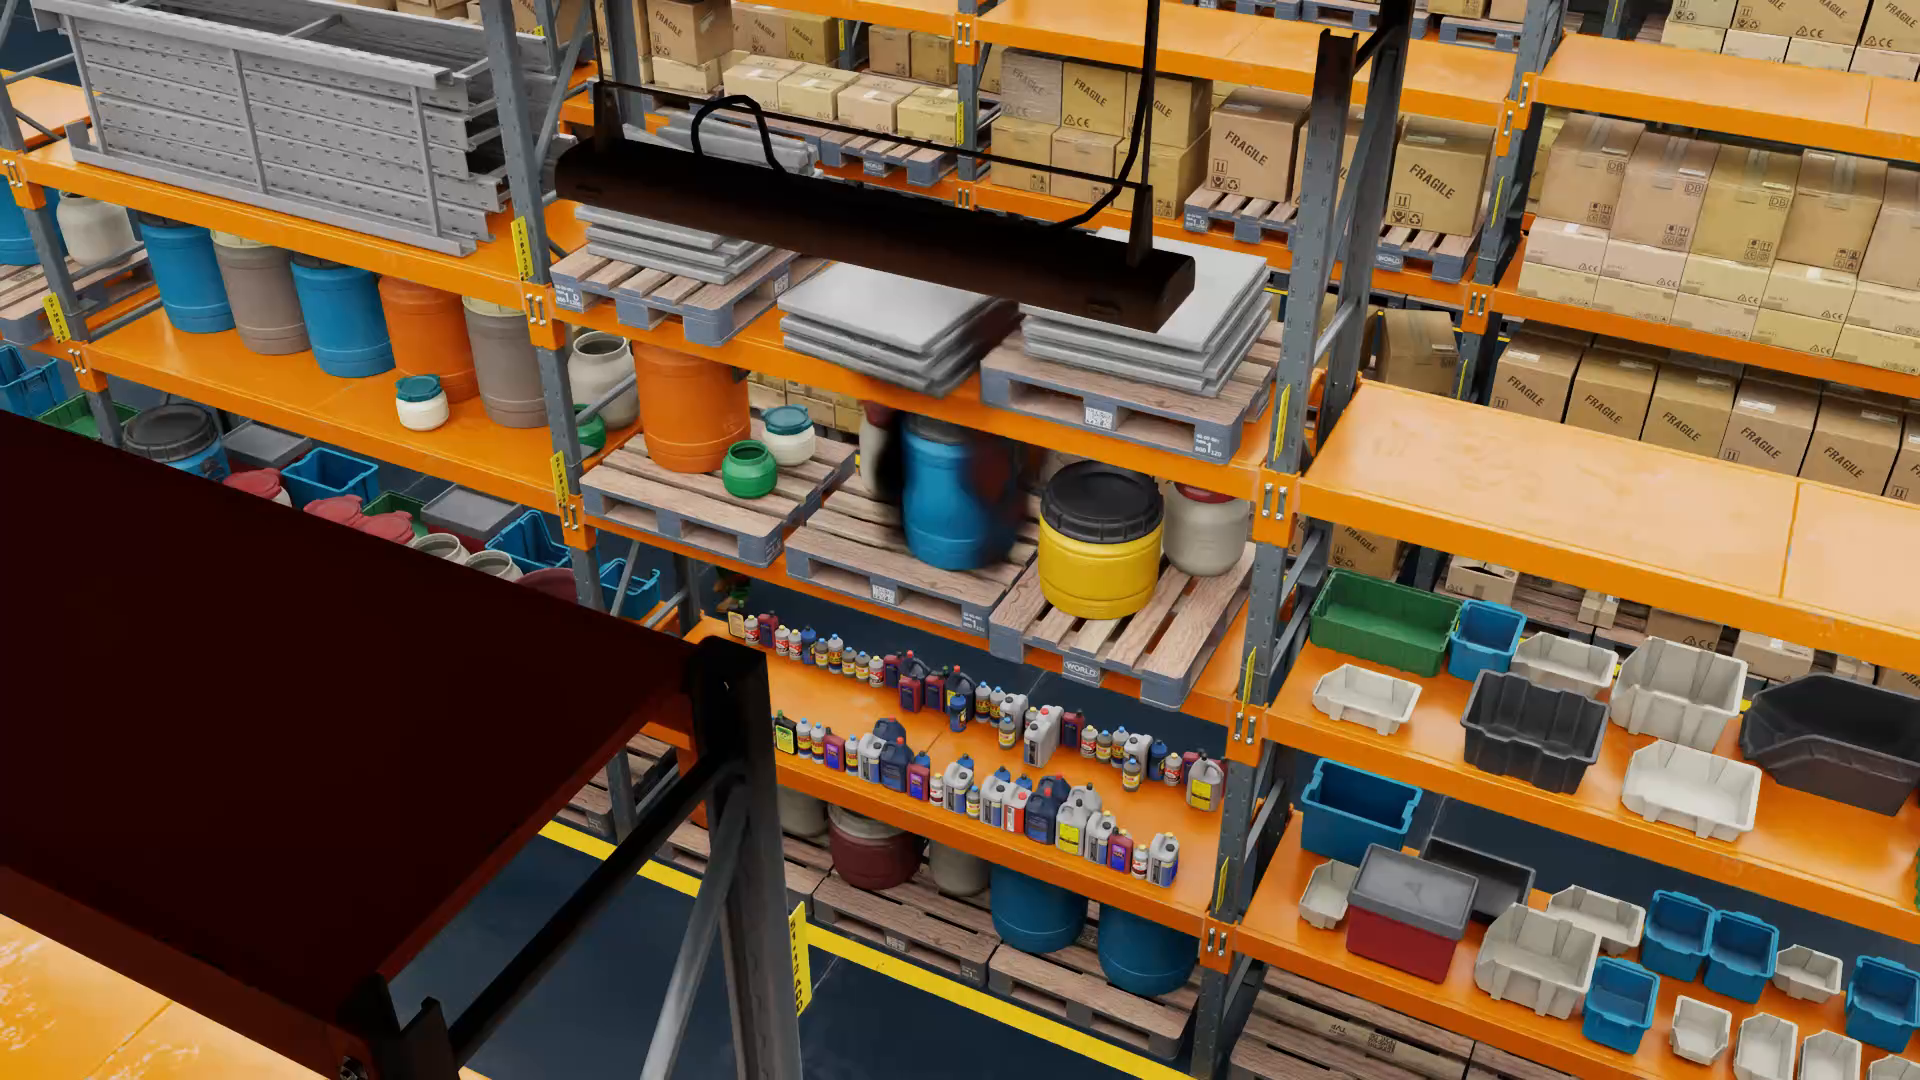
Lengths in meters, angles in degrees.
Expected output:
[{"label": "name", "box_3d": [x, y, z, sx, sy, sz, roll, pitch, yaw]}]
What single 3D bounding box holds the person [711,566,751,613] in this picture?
[{"label": "person", "box_3d": [-1.787, -0.233, 12.695, 0.562, 1.821, 0.429, 27, 43, 33]}]
